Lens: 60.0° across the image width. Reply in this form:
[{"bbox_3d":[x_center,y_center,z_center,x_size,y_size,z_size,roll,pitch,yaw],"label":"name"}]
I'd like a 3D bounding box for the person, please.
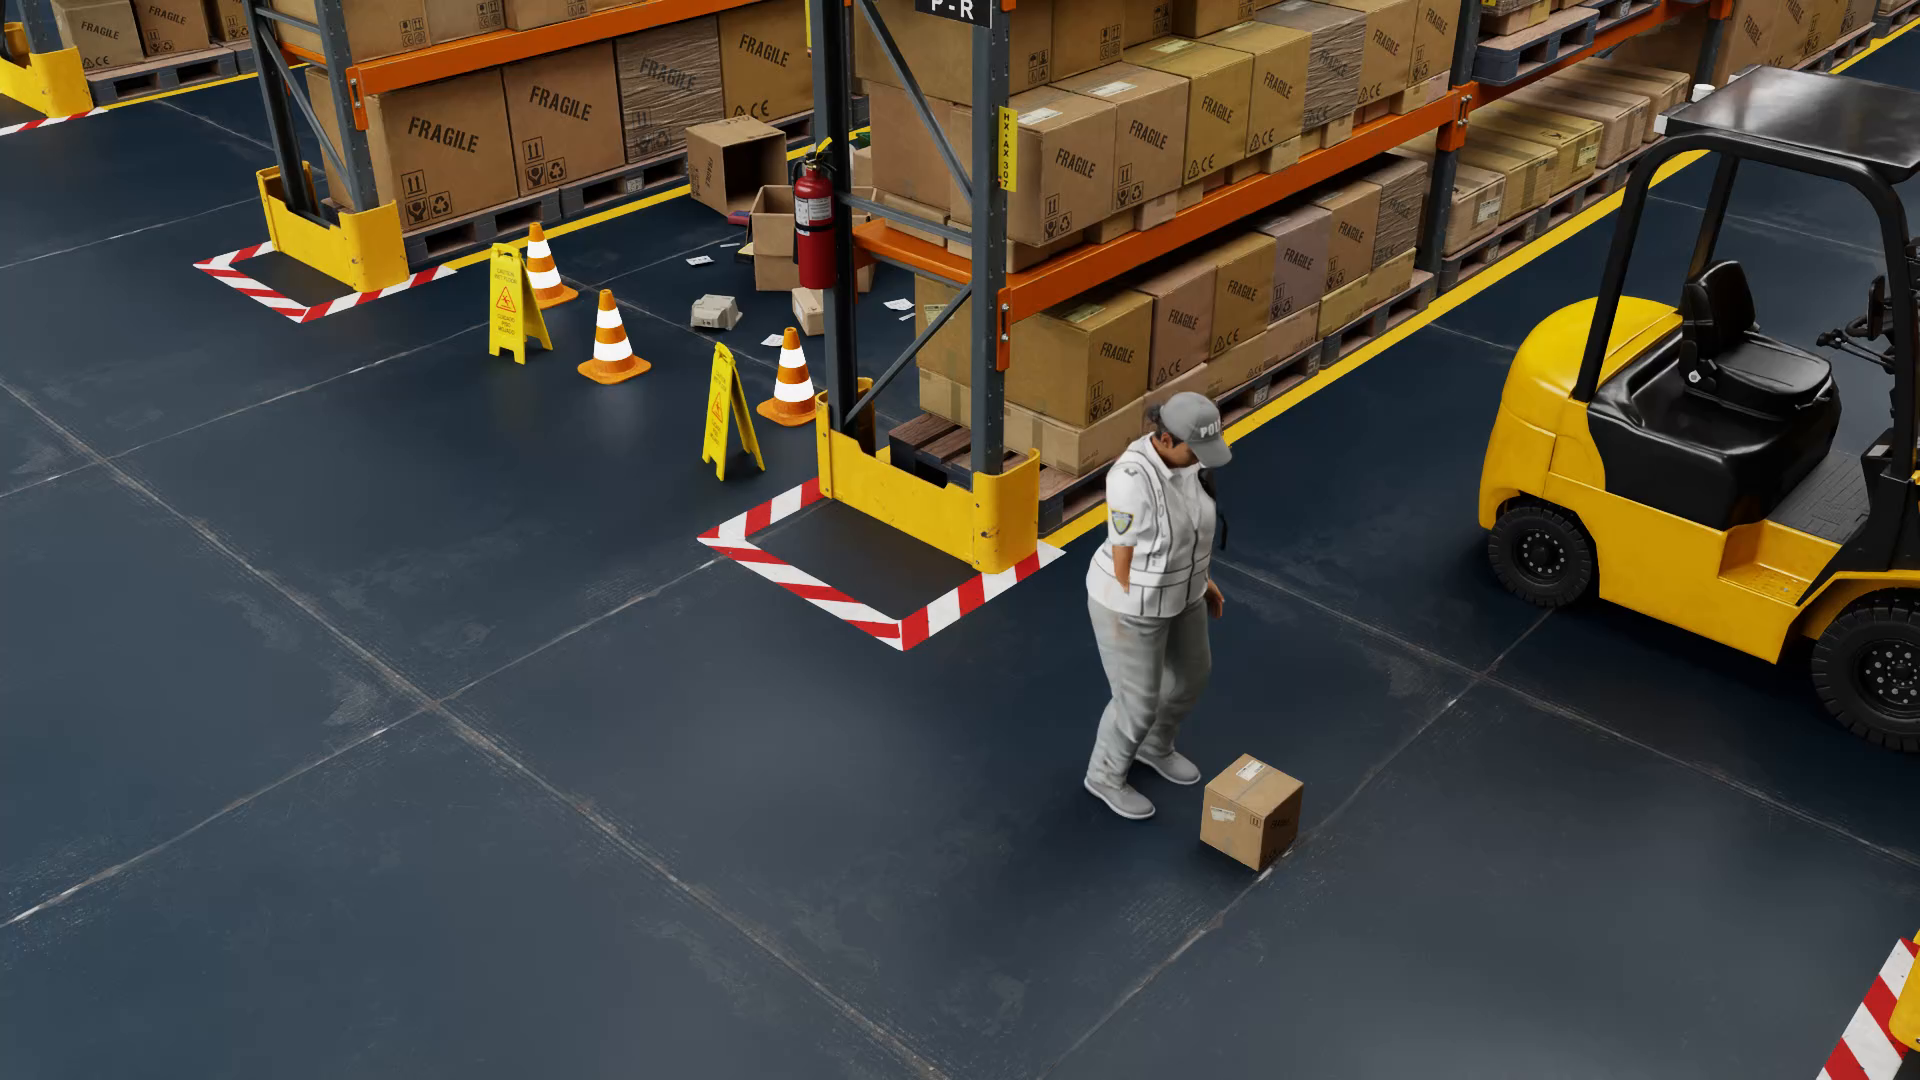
[{"bbox_3d":[0.700,0.208,5.830,0.433,1.638,0.486,26,40,36],"label":"person"}]
